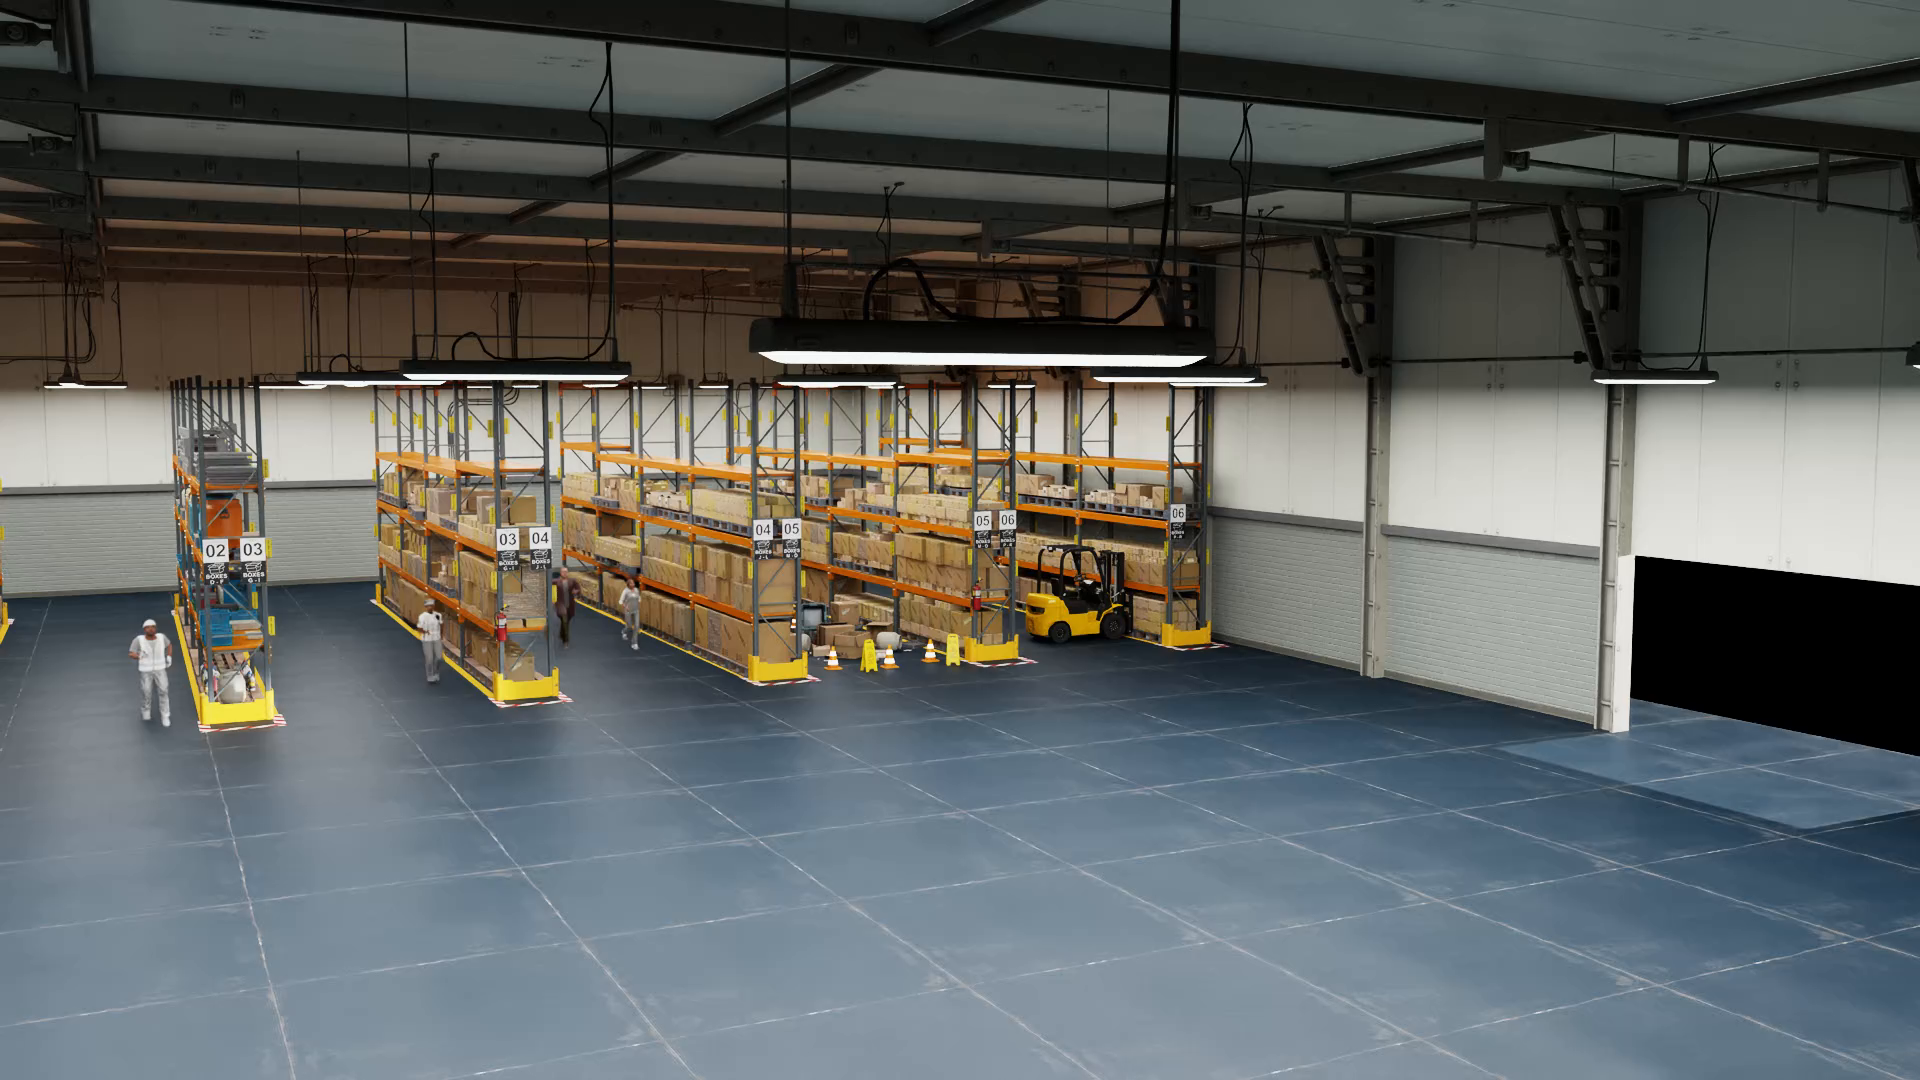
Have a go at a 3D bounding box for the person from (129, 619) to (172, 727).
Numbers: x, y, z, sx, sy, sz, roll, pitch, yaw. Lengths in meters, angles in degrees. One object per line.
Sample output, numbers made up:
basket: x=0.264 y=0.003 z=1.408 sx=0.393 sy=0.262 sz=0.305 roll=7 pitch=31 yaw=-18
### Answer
person: x=-13.916 y=2.280 z=28.640 sx=0.693 sy=1.850 sz=0.745 roll=-3 pitch=6 yaw=-33

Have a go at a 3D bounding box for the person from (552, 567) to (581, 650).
person: x=-8.860 y=1.517 z=37.381 sx=0.673 sy=1.839 sz=0.913 roll=-3 pitch=6 yaw=-29

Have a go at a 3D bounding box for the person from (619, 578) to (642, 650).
person: x=-7.369 y=1.636 z=37.248 sx=0.543 sy=1.584 sz=0.760 roll=-3 pitch=6 yaw=-31

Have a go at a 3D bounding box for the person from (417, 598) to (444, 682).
person: x=-10.361 y=1.981 z=32.691 sx=0.562 sy=1.663 sz=0.580 roll=-3 pitch=6 yaw=-30
